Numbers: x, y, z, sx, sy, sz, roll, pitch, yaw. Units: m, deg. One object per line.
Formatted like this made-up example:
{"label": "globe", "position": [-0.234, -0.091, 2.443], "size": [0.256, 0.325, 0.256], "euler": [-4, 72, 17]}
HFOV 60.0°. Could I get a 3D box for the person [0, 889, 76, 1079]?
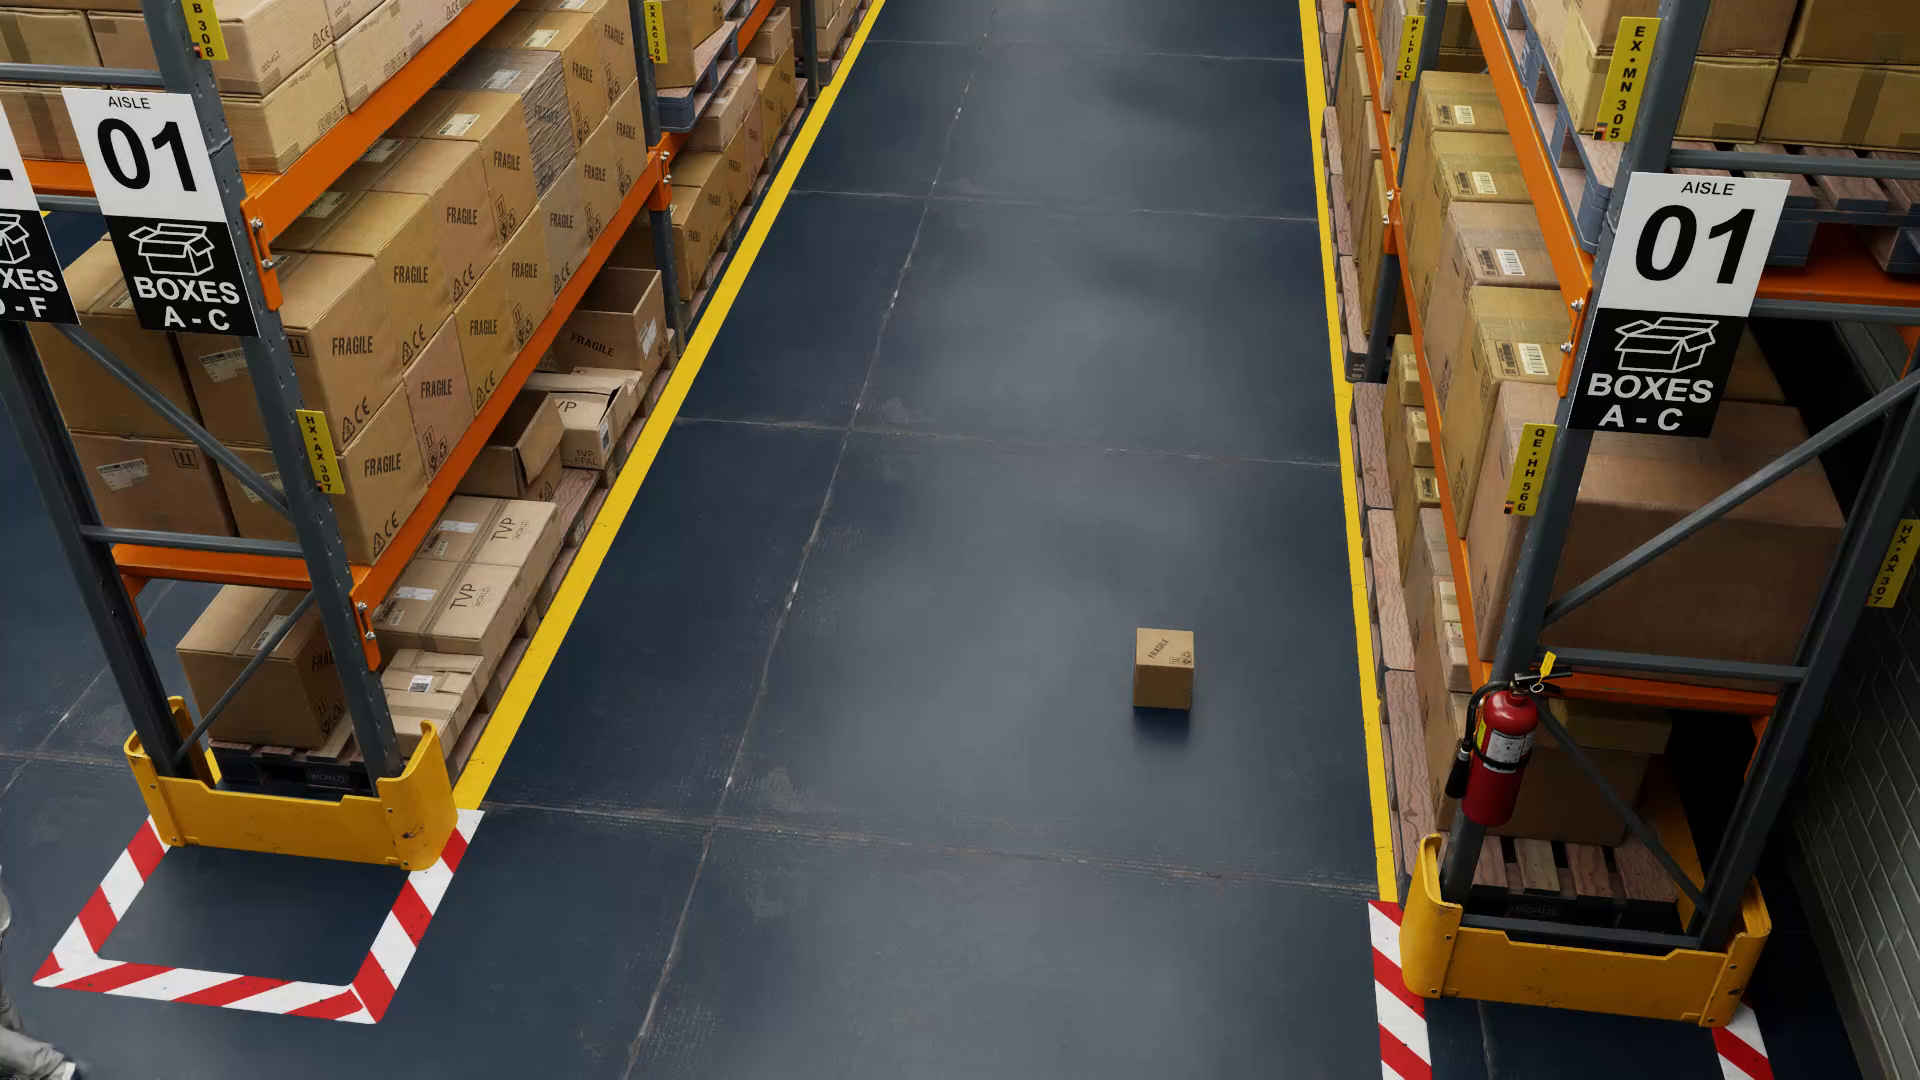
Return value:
{"label": "person", "position": [-3.176, 1.274, 5.315], "size": [0.515, 1.568, 0.424], "euler": [7, 37, 10]}
